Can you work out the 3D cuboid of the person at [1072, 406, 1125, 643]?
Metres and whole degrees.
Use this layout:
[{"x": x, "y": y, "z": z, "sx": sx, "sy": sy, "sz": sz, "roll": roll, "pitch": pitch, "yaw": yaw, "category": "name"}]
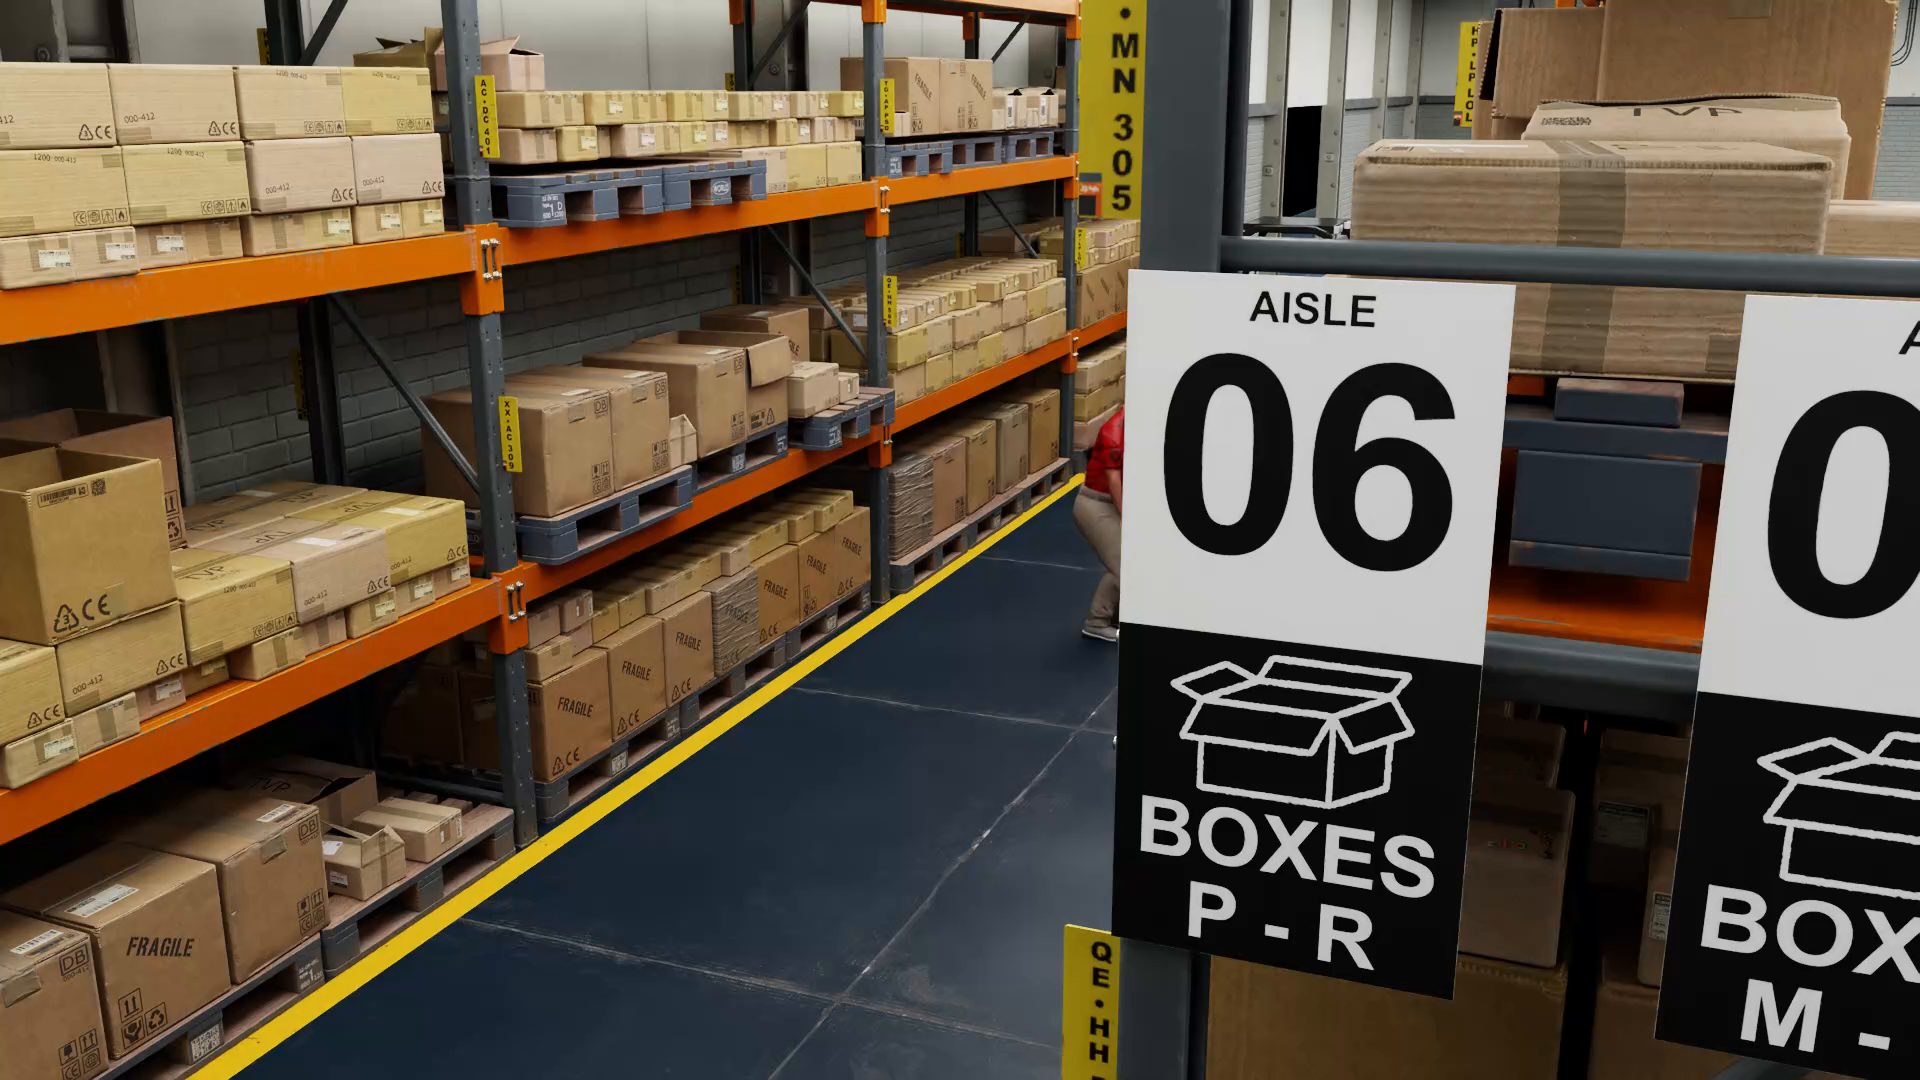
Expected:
[{"x": 1.001, "y": -0.183, "z": 10.489, "sx": 0.526, "sy": 1.602, "sz": 0.575, "roll": 6, "pitch": 17, "yaw": 22, "category": "person"}]
